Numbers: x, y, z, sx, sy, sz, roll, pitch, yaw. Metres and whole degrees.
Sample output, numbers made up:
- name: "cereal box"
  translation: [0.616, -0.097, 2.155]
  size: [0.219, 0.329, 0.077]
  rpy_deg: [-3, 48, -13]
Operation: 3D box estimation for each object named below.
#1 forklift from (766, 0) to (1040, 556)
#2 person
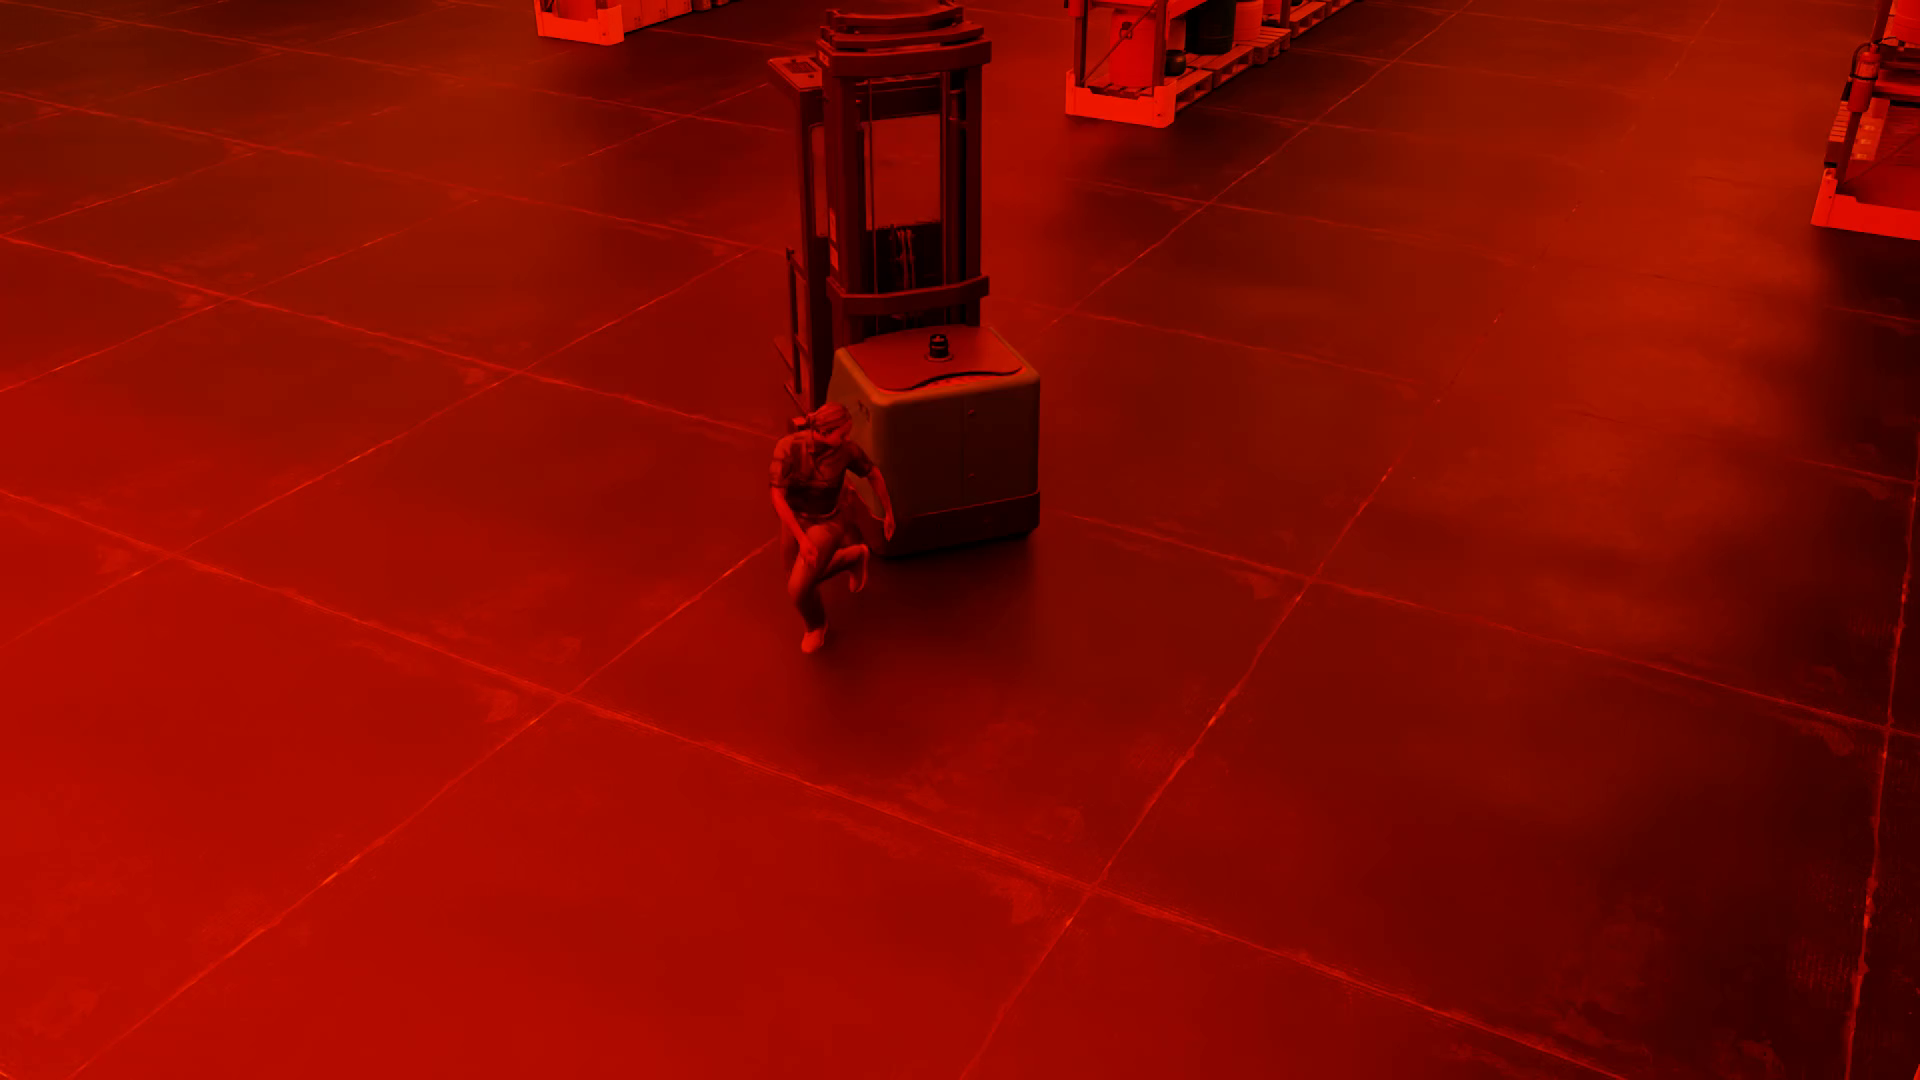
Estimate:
- name: "forklift"
  translation: [-0.512, -1.896, 10.356]
  size: [1.130, 2.935, 3.031]
  rpy_deg: [-11, 32, -18]
- name: "person"
  translation: [-0.684, -0.120, 8.835]
  size: [0.582, 1.434, 0.848]
  rpy_deg: [10, 31, 16]
